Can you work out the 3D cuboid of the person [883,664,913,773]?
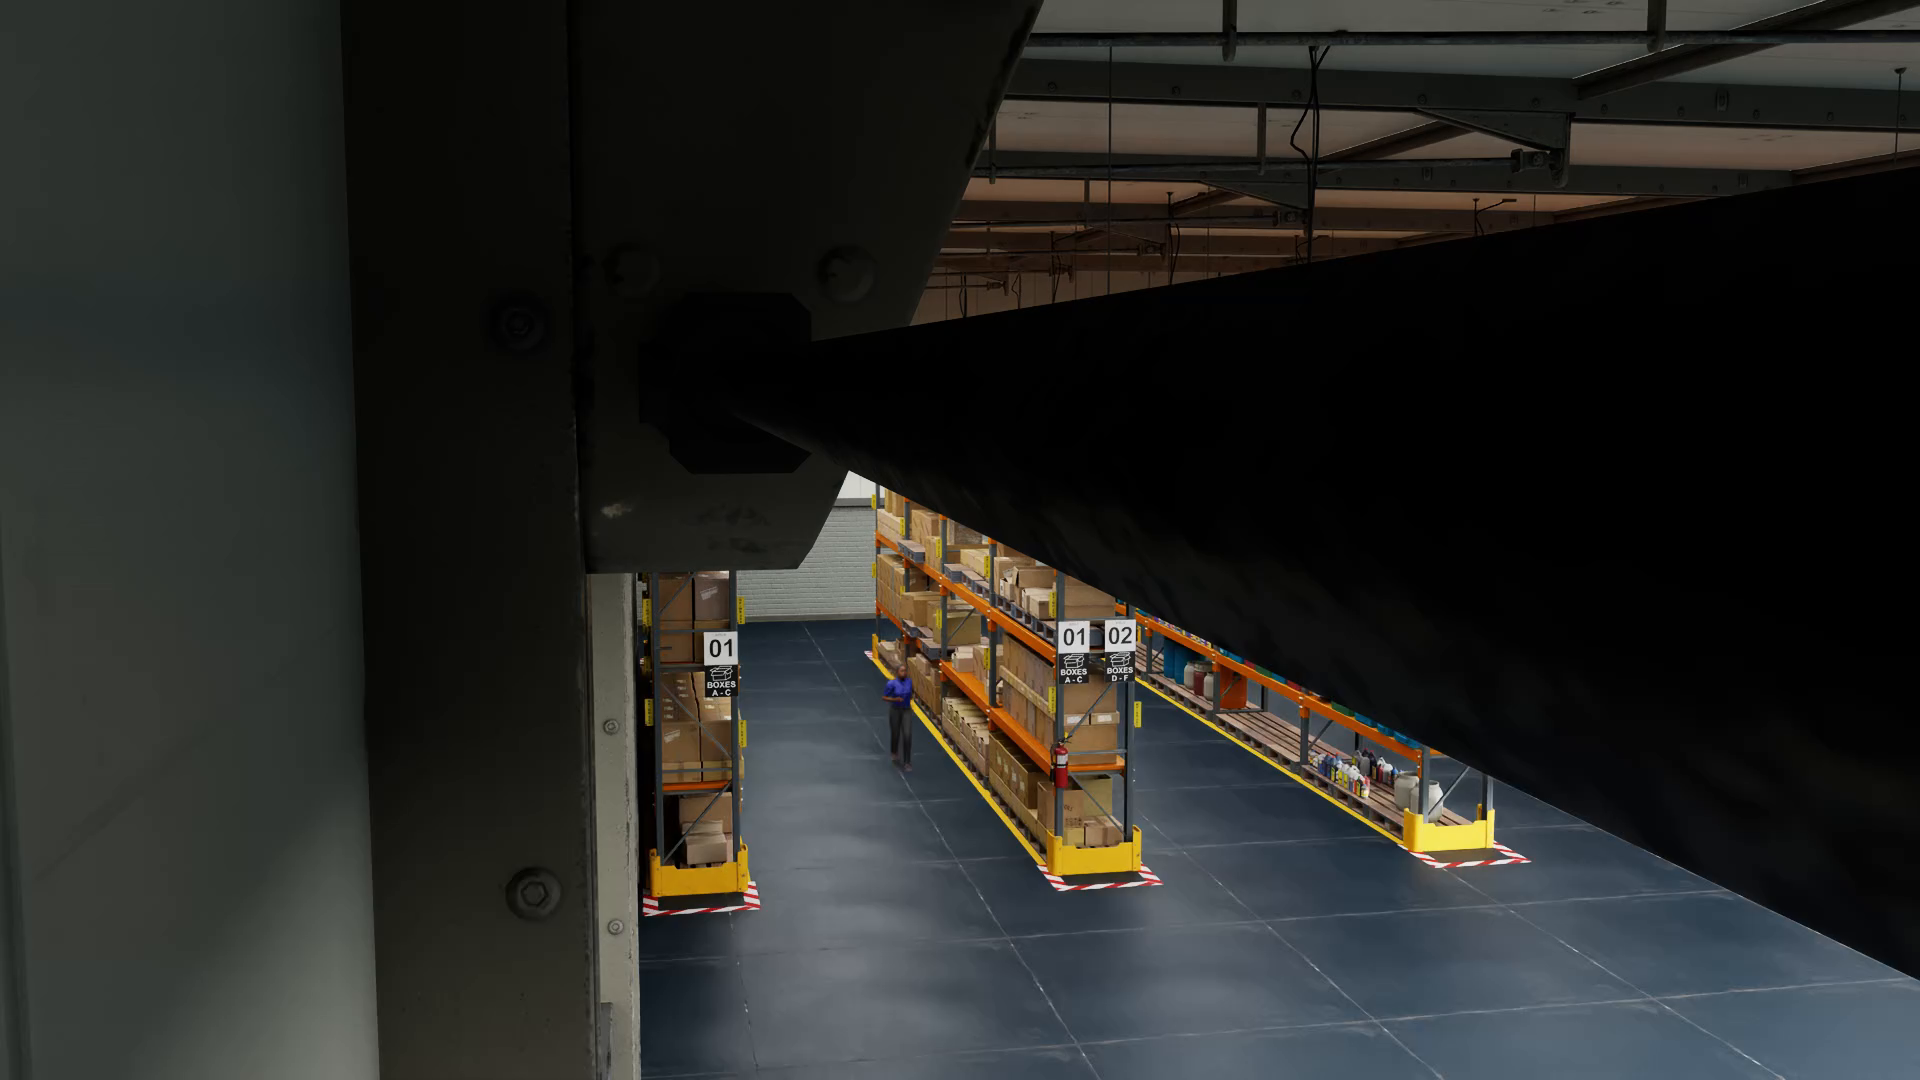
[{"bbox_3d":[-0.980,2.803,26.450,0.554,1.706,0.817,-2,6,-17],"label":"person"}]
